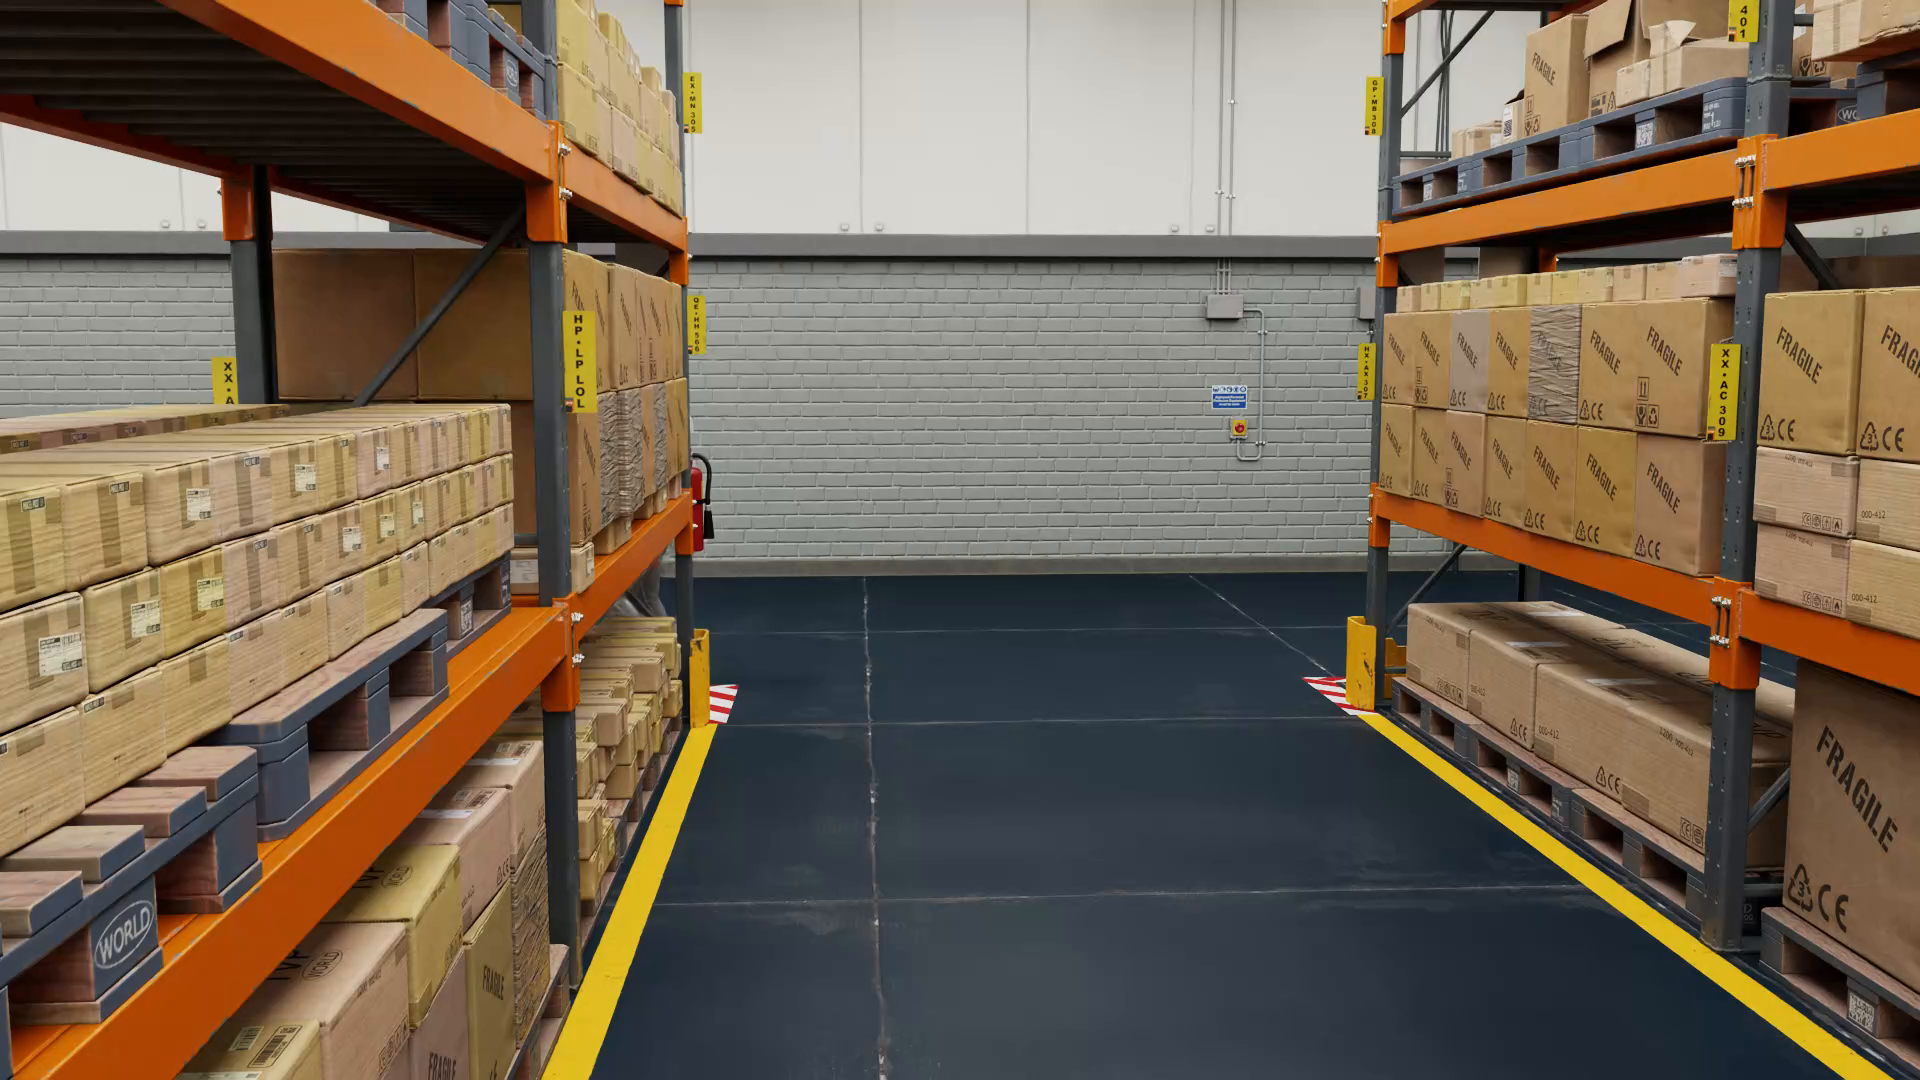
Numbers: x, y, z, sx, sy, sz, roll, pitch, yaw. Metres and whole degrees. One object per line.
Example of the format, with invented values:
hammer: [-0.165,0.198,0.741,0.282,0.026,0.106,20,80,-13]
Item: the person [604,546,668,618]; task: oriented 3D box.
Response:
person: [-2.038,0.021,10.482,0.471,1.813,0.584,-1,7,-8]
